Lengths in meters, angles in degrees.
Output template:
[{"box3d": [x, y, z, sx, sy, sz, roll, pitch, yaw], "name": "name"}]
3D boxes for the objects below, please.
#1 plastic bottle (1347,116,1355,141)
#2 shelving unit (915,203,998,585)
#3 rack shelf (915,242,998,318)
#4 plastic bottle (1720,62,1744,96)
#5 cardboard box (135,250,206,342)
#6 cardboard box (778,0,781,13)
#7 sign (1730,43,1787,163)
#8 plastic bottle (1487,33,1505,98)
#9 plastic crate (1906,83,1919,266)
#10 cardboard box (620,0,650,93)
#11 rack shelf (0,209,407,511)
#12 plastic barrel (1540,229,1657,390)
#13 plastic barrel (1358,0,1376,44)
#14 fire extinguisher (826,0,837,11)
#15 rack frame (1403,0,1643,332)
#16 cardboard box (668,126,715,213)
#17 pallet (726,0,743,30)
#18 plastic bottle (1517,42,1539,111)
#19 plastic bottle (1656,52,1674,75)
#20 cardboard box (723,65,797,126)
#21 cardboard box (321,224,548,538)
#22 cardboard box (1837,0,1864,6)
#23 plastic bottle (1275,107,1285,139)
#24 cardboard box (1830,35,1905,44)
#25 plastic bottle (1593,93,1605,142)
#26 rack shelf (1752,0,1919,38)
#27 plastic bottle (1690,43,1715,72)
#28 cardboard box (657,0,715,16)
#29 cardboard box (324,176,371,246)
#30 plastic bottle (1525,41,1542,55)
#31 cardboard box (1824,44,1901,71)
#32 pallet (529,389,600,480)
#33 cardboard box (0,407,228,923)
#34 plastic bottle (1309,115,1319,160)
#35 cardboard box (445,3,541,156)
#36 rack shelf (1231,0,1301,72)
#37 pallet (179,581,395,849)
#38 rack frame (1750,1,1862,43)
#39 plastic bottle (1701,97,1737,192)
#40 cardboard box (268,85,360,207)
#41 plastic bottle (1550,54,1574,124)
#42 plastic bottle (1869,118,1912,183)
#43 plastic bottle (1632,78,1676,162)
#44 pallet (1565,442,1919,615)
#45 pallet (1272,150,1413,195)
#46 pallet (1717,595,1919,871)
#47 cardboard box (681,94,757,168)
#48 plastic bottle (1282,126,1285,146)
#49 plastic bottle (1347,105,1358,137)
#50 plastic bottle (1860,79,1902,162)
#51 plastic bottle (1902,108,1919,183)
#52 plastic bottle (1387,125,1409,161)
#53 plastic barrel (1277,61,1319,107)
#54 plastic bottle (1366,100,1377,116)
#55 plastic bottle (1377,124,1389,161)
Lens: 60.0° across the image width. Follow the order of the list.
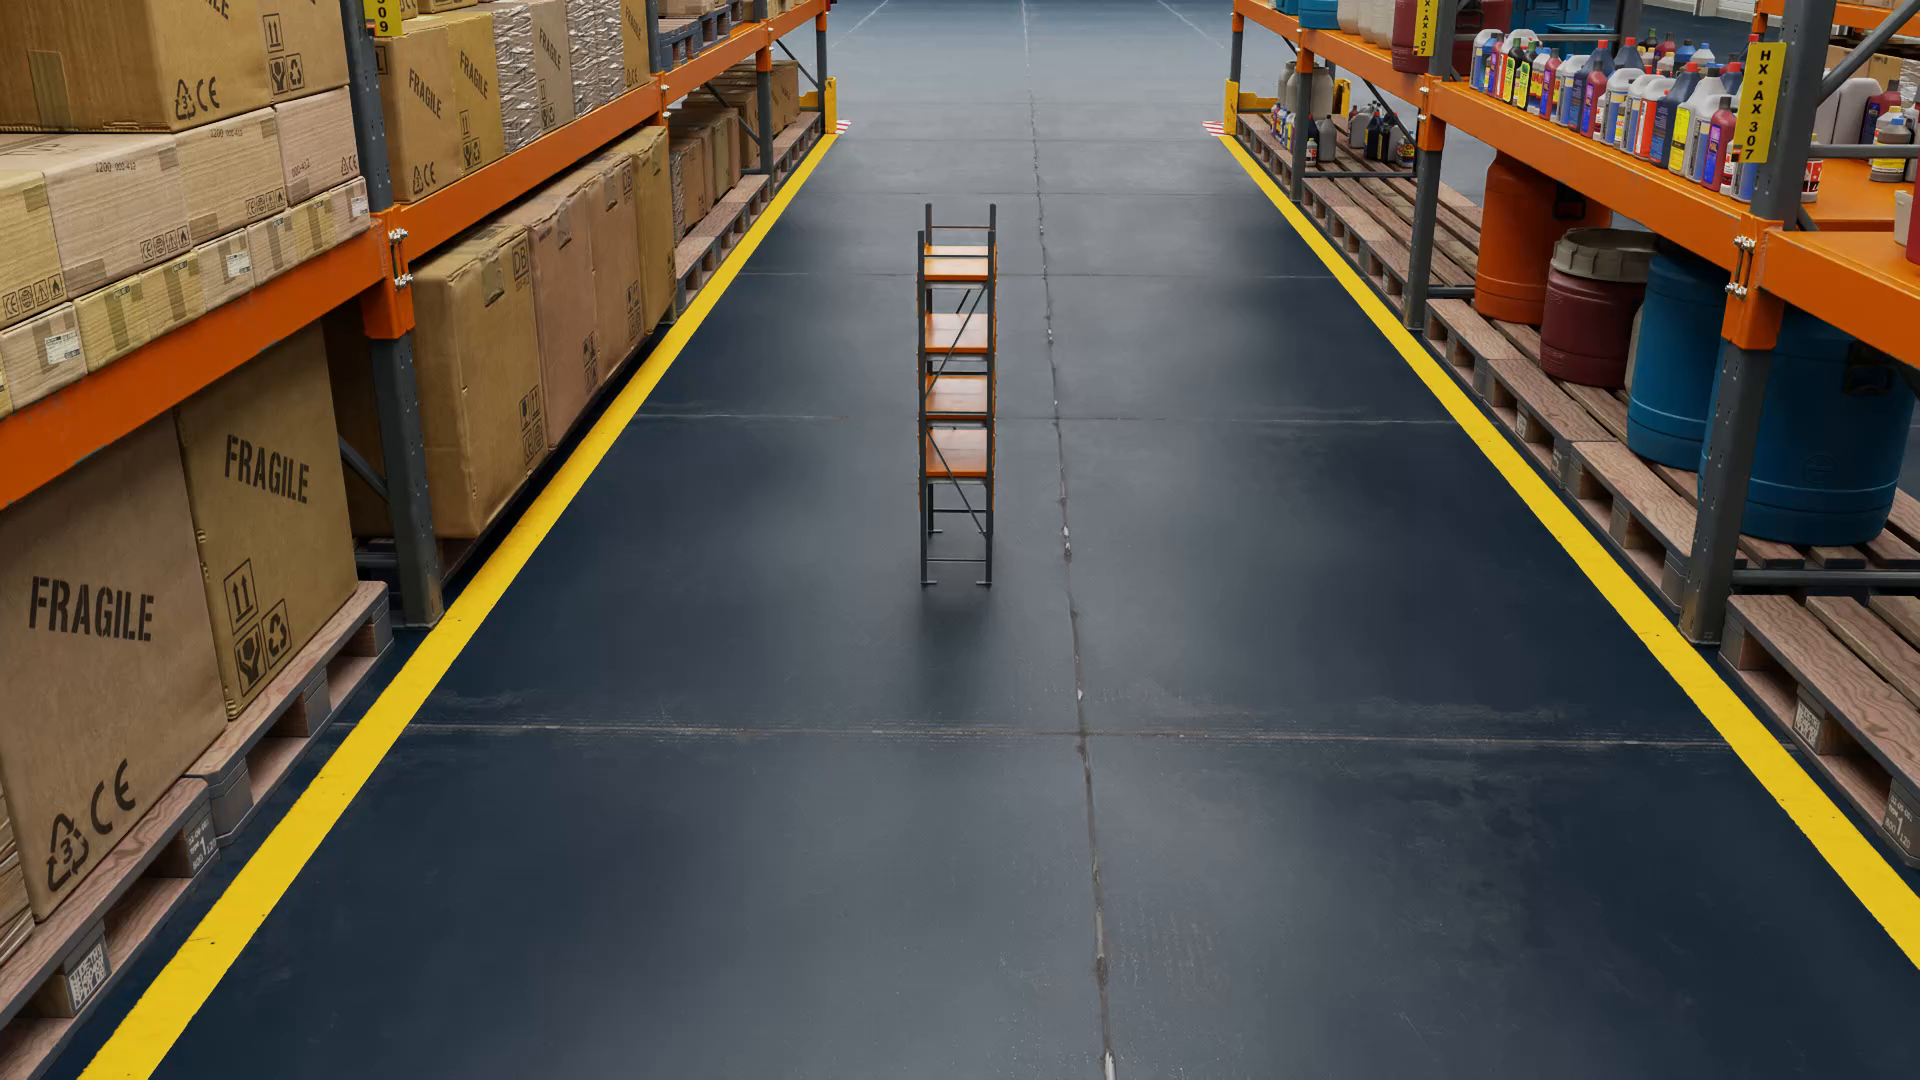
[{"box3d": [3.359, -3.507, 14.180, 0.097, 0.201, 0.097, 0, 21, 0], "name": "plastic bottle"}, {"box3d": [-0.005, -0.500, 5.658, 0.258, 1.200, 0.503, 1, 21, 2], "name": "shelving unit"}, {"box3d": [-0.005, -0.866, 5.516, 0.258, 0.148, 0.480, 1, 21, 2], "name": "rack shelf"}, {"box3d": [2.627, -1.461, 5.716, 0.144, 0.351, 0.185, 1, 21, 2], "name": "plastic bottle"}, {"box3d": [-1.887, -0.534, 3.606, 0.380, 0.149, 0.250, 1, 21, 3], "name": "cardboard box"}, {"box3d": [-1.625, -4.258, 13.205, 0.380, 0.149, 0.250, 1, 21, 2], "name": "cardboard box"}, {"box3d": [2.227, -1.218, 4.640, 0.100, 0.325, 0.005, 1, 21, 2], "name": "sign"}, {"box3d": [2.506, -2.203, 7.722, 0.061, 0.283, 0.133, 1, 21, 2], "name": "plastic bottle"}, {"box3d": [2.499, -0.820, 3.825, 0.402, 0.464, 0.583, 1, 21, 2], "name": "plastic crate"}, {"box3d": [-1.820, -2.449, 8.056, 0.500, 0.500, 0.500, 1, 21, 3], "name": "cardboard box"}, {"box3d": [-2.235, -0.079, 3.079, 1.077, 0.370, 4.000, 1, 21, 2], "name": "rack shelf"}, {"box3d": [2.866, -1.015, 7.252, 0.600, 0.588, 0.708, 1, 21, 2], "name": "plastic barrel"}, {"box3d": [2.749, -3.430, 10.534, 0.433, 0.535, 0.433, 0, 21, 0], "name": "plastic barrel"}, {"box3d": [-1.345, -5.476, 16.103, 0.296, 0.674, 0.183, 1, 21, 2], "name": "fire extinguisher"}, {"box3d": [2.898, -2.529, 8.400, 1.000, 3.000, 0.127, 1, 21, 2], "name": "rack frame"}, {"box3d": [-2.021, -2.473, 11.104, 0.700, 0.500, 0.500, -1, 21, -3], "name": "cardboard box"}, {"box3d": [-2.099, -3.666, 11.594, 1.003, 0.211, 1.213, 1, 21, 2], "name": "pallet"}, {"box3d": [2.491, -2.023, 7.257, 0.061, 0.283, 0.133, 1, 21, 2], "name": "plastic bottle"}, {"box3d": [3.284, -2.160, 7.725, 0.097, 0.201, 0.097, 0, 21, 0], "name": "plastic bottle"}, {"box3d": [-1.829, -4.064, 15.232, 0.500, 0.500, 0.500, 6, 22, 16], "name": "cardboard box"}, {"box3d": [-2.175, -0.574, 5.718, 1.225, 0.875, 0.875, 1, 21, 2], "name": "cardboard box"}, {"box3d": [8.033, -4.874, 14.306, 0.700, 0.500, 0.500, 1, 21, 2], "name": "cardboard box"}, {"box3d": [2.764, -3.579, 14.269, 0.097, 0.271, 0.097, 0, 21, 0], "name": "plastic bottle"}, {"box3d": [8.374, -4.432, 15.488, 0.500, 0.500, 0.500, 1, 21, 2], "name": "cardboard box"}, {"box3d": [2.479, -1.625, 6.346, 0.097, 0.201, 0.097, 0, 21, 0], "name": "plastic bottle"}, {"box3d": [8.032, -4.307, 13.977, 1.077, 0.370, 4.000, 1, 21, 2], "name": "rack shelf"}, {"box3d": [3.272, -2.052, 7.349, 0.097, 0.271, 0.097, 0, 21, 0], "name": "plastic bottle"}, {"box3d": [-1.772, -3.313, 10.047, 0.500, 0.250, 0.500, 0, 21, 0], "name": "cardboard box"}, {"box3d": [-1.856, -0.906, 4.565, 0.380, 0.149, 0.250, 1, 21, 2], "name": "cardboard box"}, {"box3d": [2.578, -2.106, 7.489, 0.097, 0.271, 0.097, 0, 21, 0], "name": "plastic bottle"}, {"box3d": [7.838, -4.076, 14.571, 0.500, 0.500, 0.500, 1, 21, 2], "name": "cardboard box"}, {"box3d": [-2.192, -0.559, 7.178, 1.003, 0.211, 1.213, 1, 21, 2], "name": "pallet"}, {"box3d": [-2.302, 0.221, 3.670, 0.875, 0.875, 0.875, 1, 21, 2], "name": "cardboard box"}, {"box3d": [2.751, -3.181, 13.135, 0.144, 0.351, 0.185, 0, 21, 0], "name": "plastic bottle"}, {"box3d": [-1.880, -1.710, 6.151, 0.500, 0.500, 0.500, 0, 21, 0], "name": "cardboard box"}, {"box3d": [3.081, -4.363, 14.121, 1.077, 0.370, 4.000, 1, 21, 2], "name": "rack shelf"}, {"box3d": [-2.275, 0.437, 4.611, 1.003, 0.211, 1.213, 1, 21, 2], "name": "pallet"}, {"box3d": [8.092, -5.366, 15.711, 1.000, 3.000, 0.127, 1, 21, 2], "name": "rack frame"}, {"box3d": [2.427, -1.259, 5.287, 0.061, 0.283, 0.133, 1, 21, 2], "name": "plastic bottle"}, {"box3d": [-1.925, -1.043, 4.367, 0.500, 0.250, 0.500, 0, 21, 1], "name": "cardboard box"}, {"box3d": [2.496, -1.857, 6.846, 0.097, 0.271, 0.097, 0, 21, 0], "name": "plastic bottle"}, {"box3d": [3.057, -1.280, 5.456, 0.097, 0.201, 0.097, 0, 21, 0], "name": "plastic bottle"}, {"box3d": [2.492, -1.485, 5.882, 0.152, 0.276, 0.135, 1, 21, 2], "name": "plastic bottle"}, {"box3d": [2.842, -0.061, 5.895, 1.003, 0.211, 1.213, 1, 21, 2], "name": "pallet"}, {"box3d": [3.082, -2.918, 13.256, 1.003, 0.211, 1.213, 1, 21, 2], "name": "pallet"}, {"box3d": [2.793, 0.484, 4.491, 1.003, 0.211, 1.213, 1, 21, 2], "name": "pallet"}, {"box3d": [-1.879, -3.204, 13.016, 0.500, 0.500, 0.500, 0, 21, 0], "name": "cardboard box"}, {"box3d": [2.752, -3.400, 13.904, 0.097, 0.201, 0.097, 0, 21, 0], "name": "plastic bottle"}, {"box3d": [3.382, -3.602, 14.311, 0.061, 0.283, 0.133, 1, 21, 2], "name": "plastic bottle"}, {"box3d": [3.241, -1.477, 5.851, 0.061, 0.283, 0.133, 1, 21, 2], "name": "plastic bottle"}, {"box3d": [3.183, -1.320, 5.457, 0.152, 0.276, 0.135, 1, 21, 2], "name": "plastic bottle"}, {"box3d": [3.450, -3.138, 13.127, 0.152, 0.276, 0.135, 1, 21, 4], "name": "plastic bottle"}, {"box3d": [3.198, -4.219, 15.613, 0.421, 0.512, 0.421, 0, 21, 0], "name": "plastic barrel"}, {"box3d": [3.484, -3.522, 14.013, 0.144, 0.351, 0.185, 2, 21, 4], "name": "plastic bottle"}, {"box3d": [3.344, -3.143, 13.128, 0.061, 0.283, 0.133, 1, 21, 2], "name": "plastic bottle"}]
